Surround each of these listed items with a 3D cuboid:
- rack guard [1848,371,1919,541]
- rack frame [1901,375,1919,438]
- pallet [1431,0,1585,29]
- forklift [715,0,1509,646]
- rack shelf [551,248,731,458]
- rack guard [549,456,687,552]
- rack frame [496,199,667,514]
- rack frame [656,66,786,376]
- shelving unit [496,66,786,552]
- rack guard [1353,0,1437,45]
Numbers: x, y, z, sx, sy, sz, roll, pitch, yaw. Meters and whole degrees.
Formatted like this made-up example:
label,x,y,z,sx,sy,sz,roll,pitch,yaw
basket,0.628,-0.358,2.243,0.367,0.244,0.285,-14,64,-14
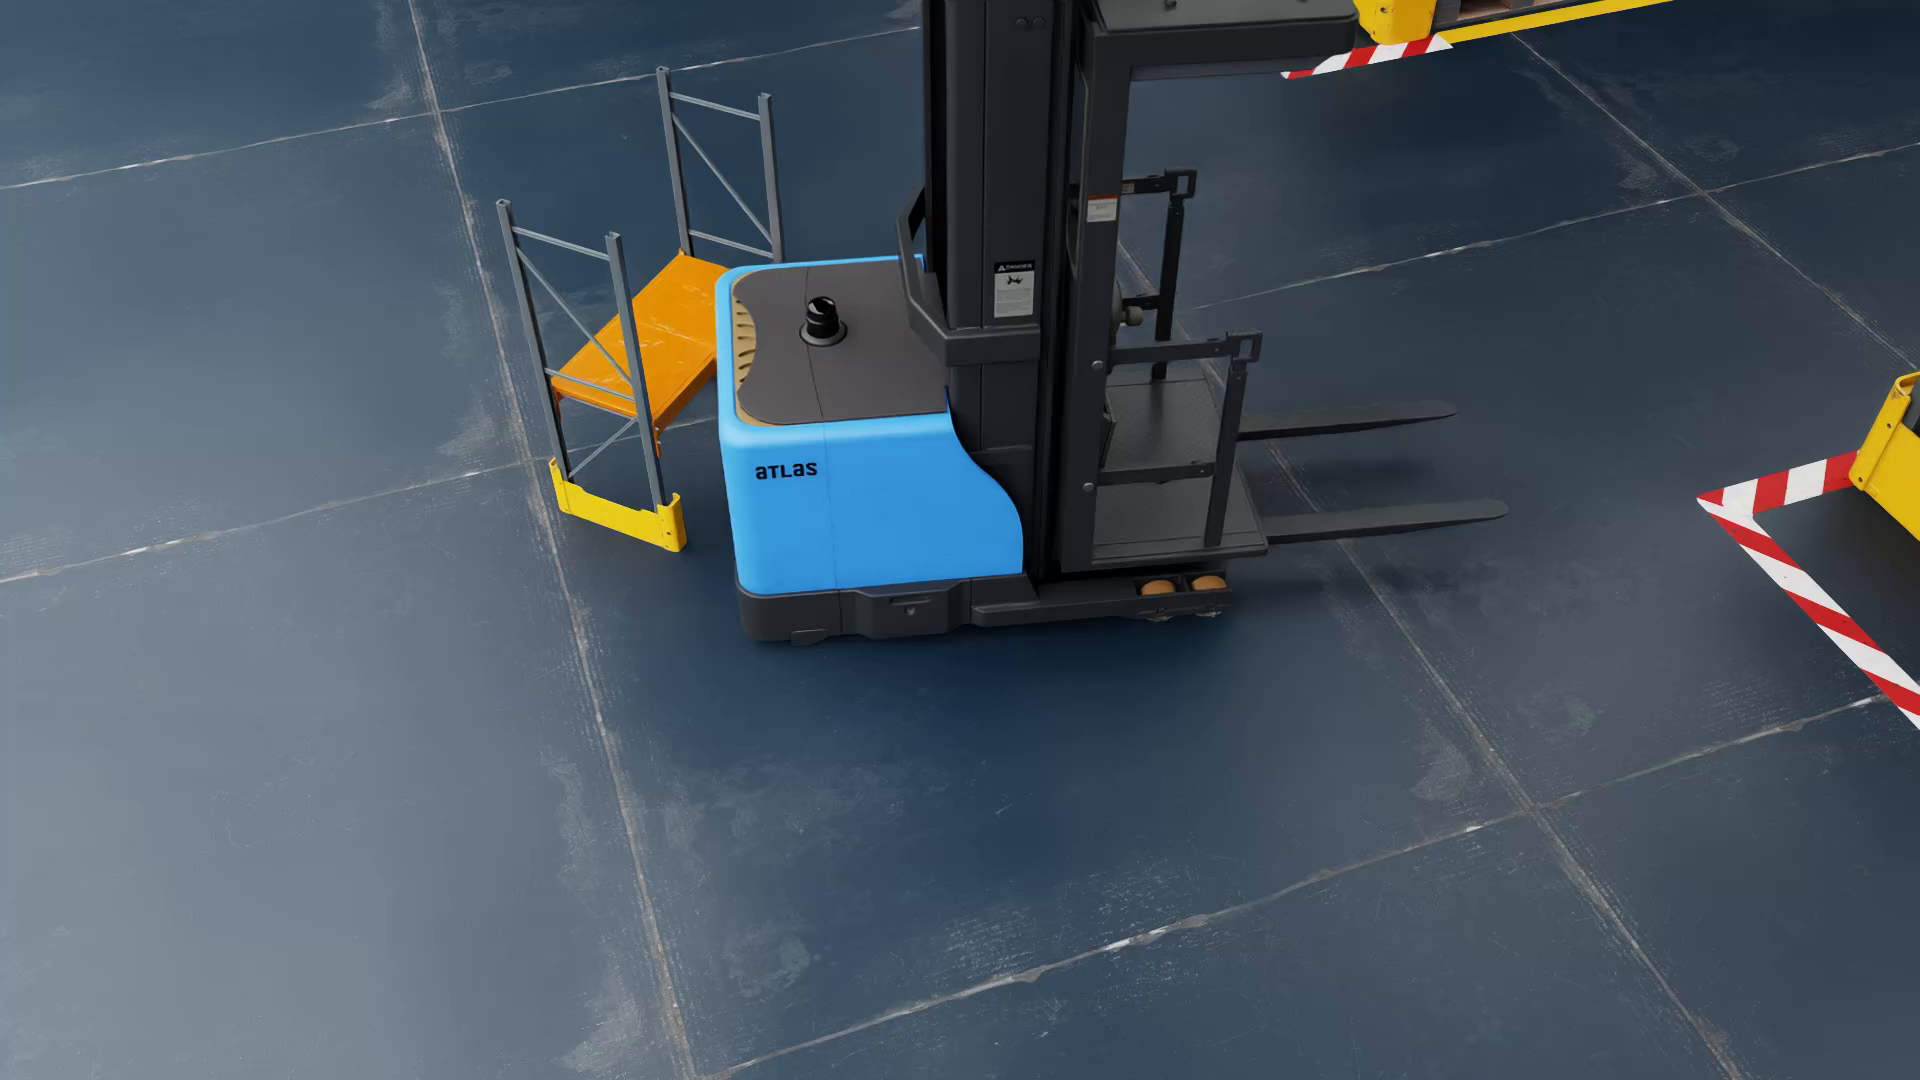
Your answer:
label,x,y,z,sx,sy,sz,roll,pitch,yaw
rack guard,4.090,-0.116,6.513,0.348,0.500,1.175,-14,47,-14
rack frame,4.018,-0.981,5.609,0.127,3.000,1.000,-14,47,-14
pallet,3.158,-3.537,10.126,1.213,0.211,1.003,-14,47,-14
forklift,0.621,-1.091,5.768,3.031,2.935,1.130,-5,45,-5
rack shelf,-1.169,-0.777,6.720,0.538,0.185,1.000,19,48,18
rack guard,-1.381,-0.151,6.724,0.587,0.250,0.087,19,48,18
rack frame,-1.390,-0.580,6.269,0.500,1.500,0.032,19,48,18
rack frame,-0.948,-1.228,6.915,0.500,1.500,0.032,19,48,18
shelving unit,-1.165,-0.910,6.598,0.587,1.500,1.083,19,48,18
rack guard,2.392,-3.447,9.833,0.348,0.500,1.175,-14,47,-14
